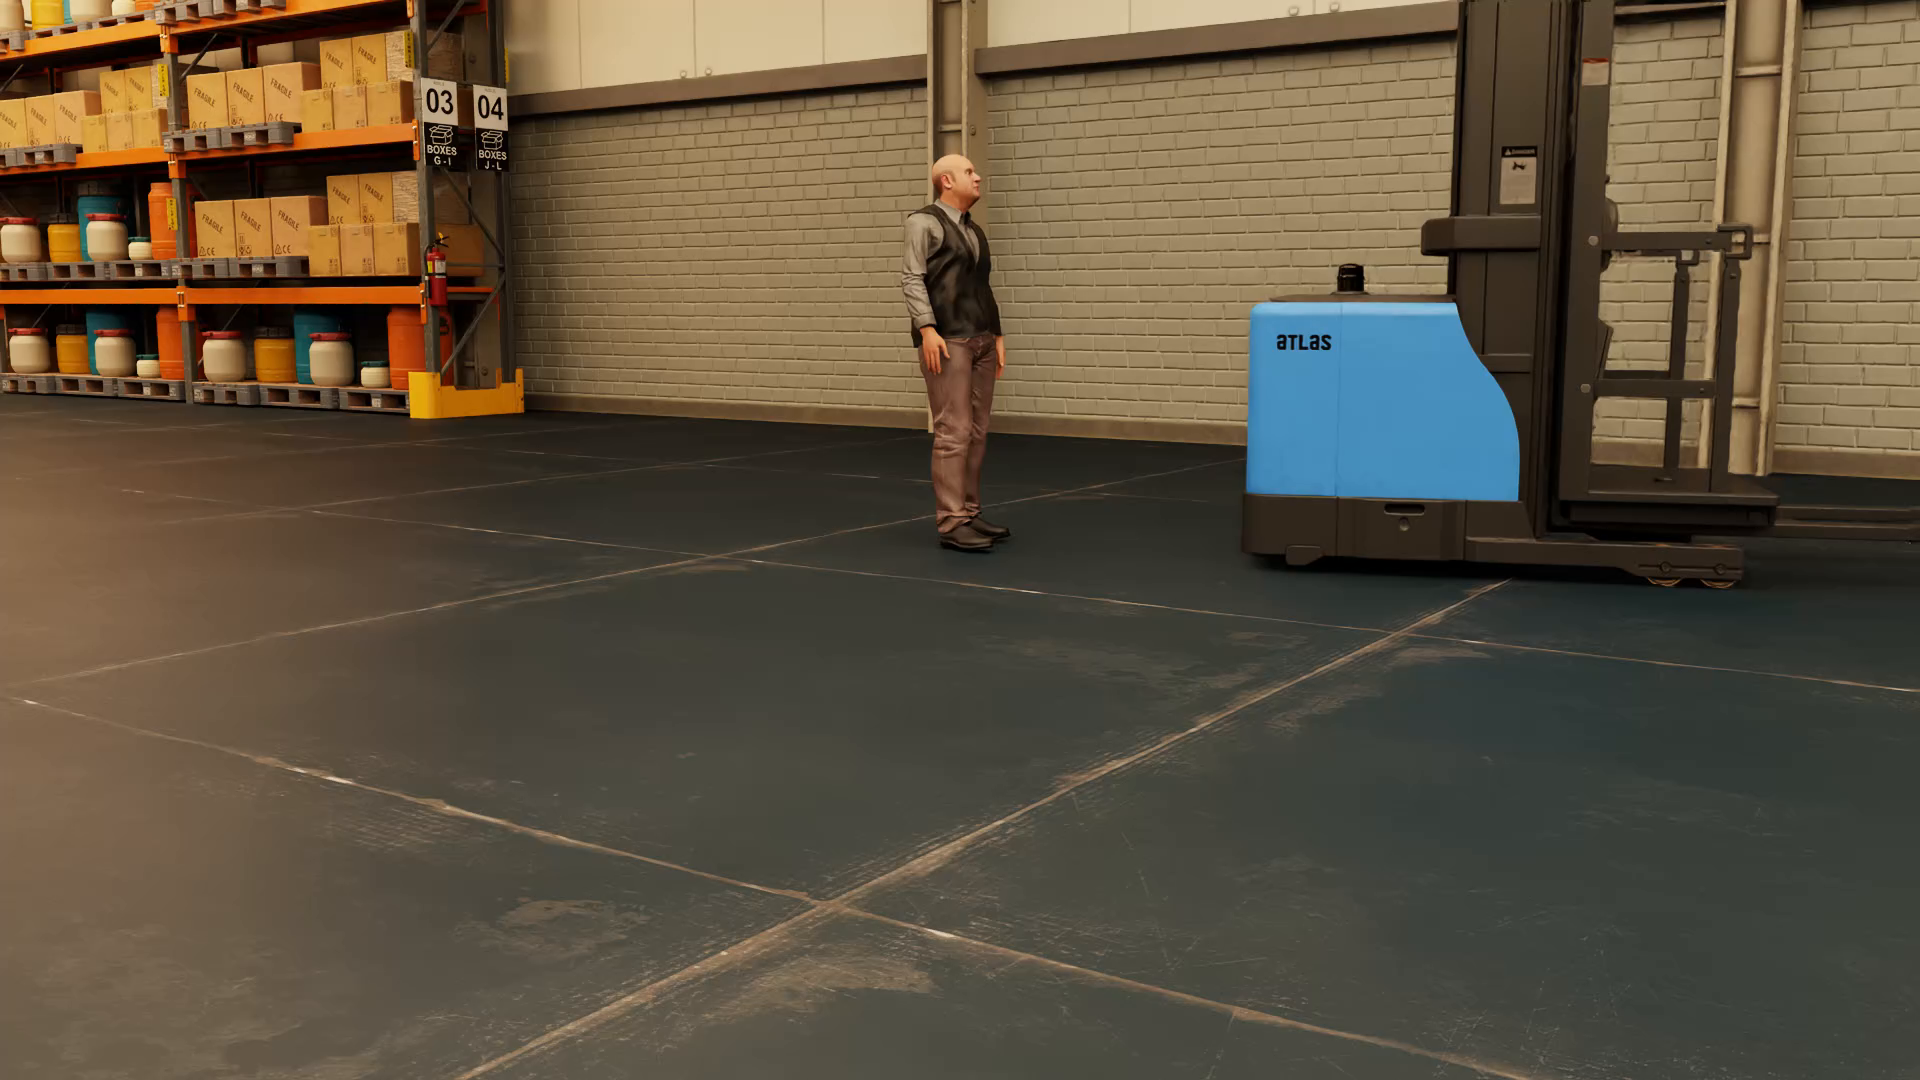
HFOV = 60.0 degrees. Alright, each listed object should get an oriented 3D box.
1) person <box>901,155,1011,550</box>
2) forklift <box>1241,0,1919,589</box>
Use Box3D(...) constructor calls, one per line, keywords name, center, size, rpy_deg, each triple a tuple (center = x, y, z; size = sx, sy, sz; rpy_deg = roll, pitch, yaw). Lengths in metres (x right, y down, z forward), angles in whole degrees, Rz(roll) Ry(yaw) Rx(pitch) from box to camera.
Box3D(name="person", center=(0.047, -0.854, 7.441), size=(0.568, 1.720, 0.632), rpy_deg=(5, 10, 34))
Box3D(name="forklift", center=(2.724, -1.348, 6.673), size=(3.031, 2.935, 1.130), rpy_deg=(2, 8, 13))
